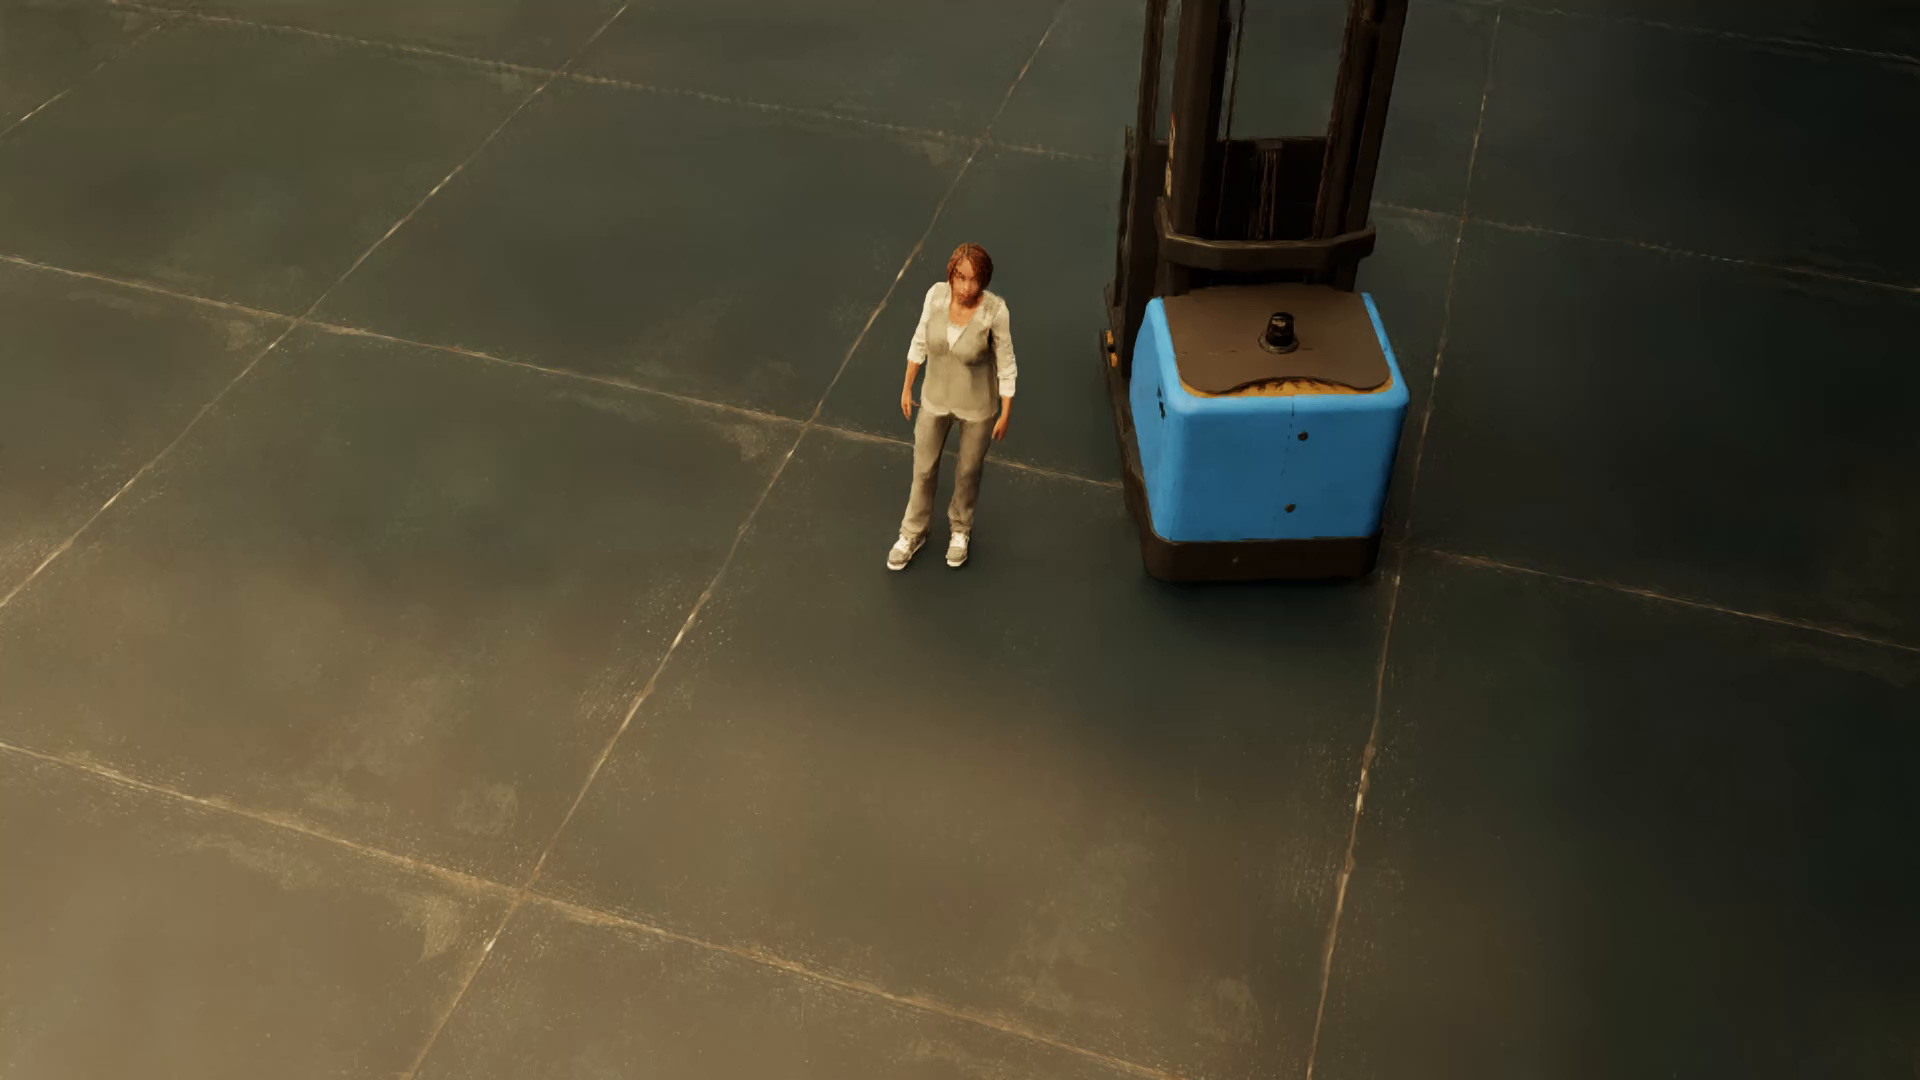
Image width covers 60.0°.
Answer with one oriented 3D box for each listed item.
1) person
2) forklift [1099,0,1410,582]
[{"bbox_3d":[-0.036,-0.544,7.244,0.521,1.597,0.474,12,44,13],"label":"person"},{"bbox_3d":[1.321,-1.873,7.702,1.130,2.935,3.031,-2,43,-2],"label":"forklift"}]
